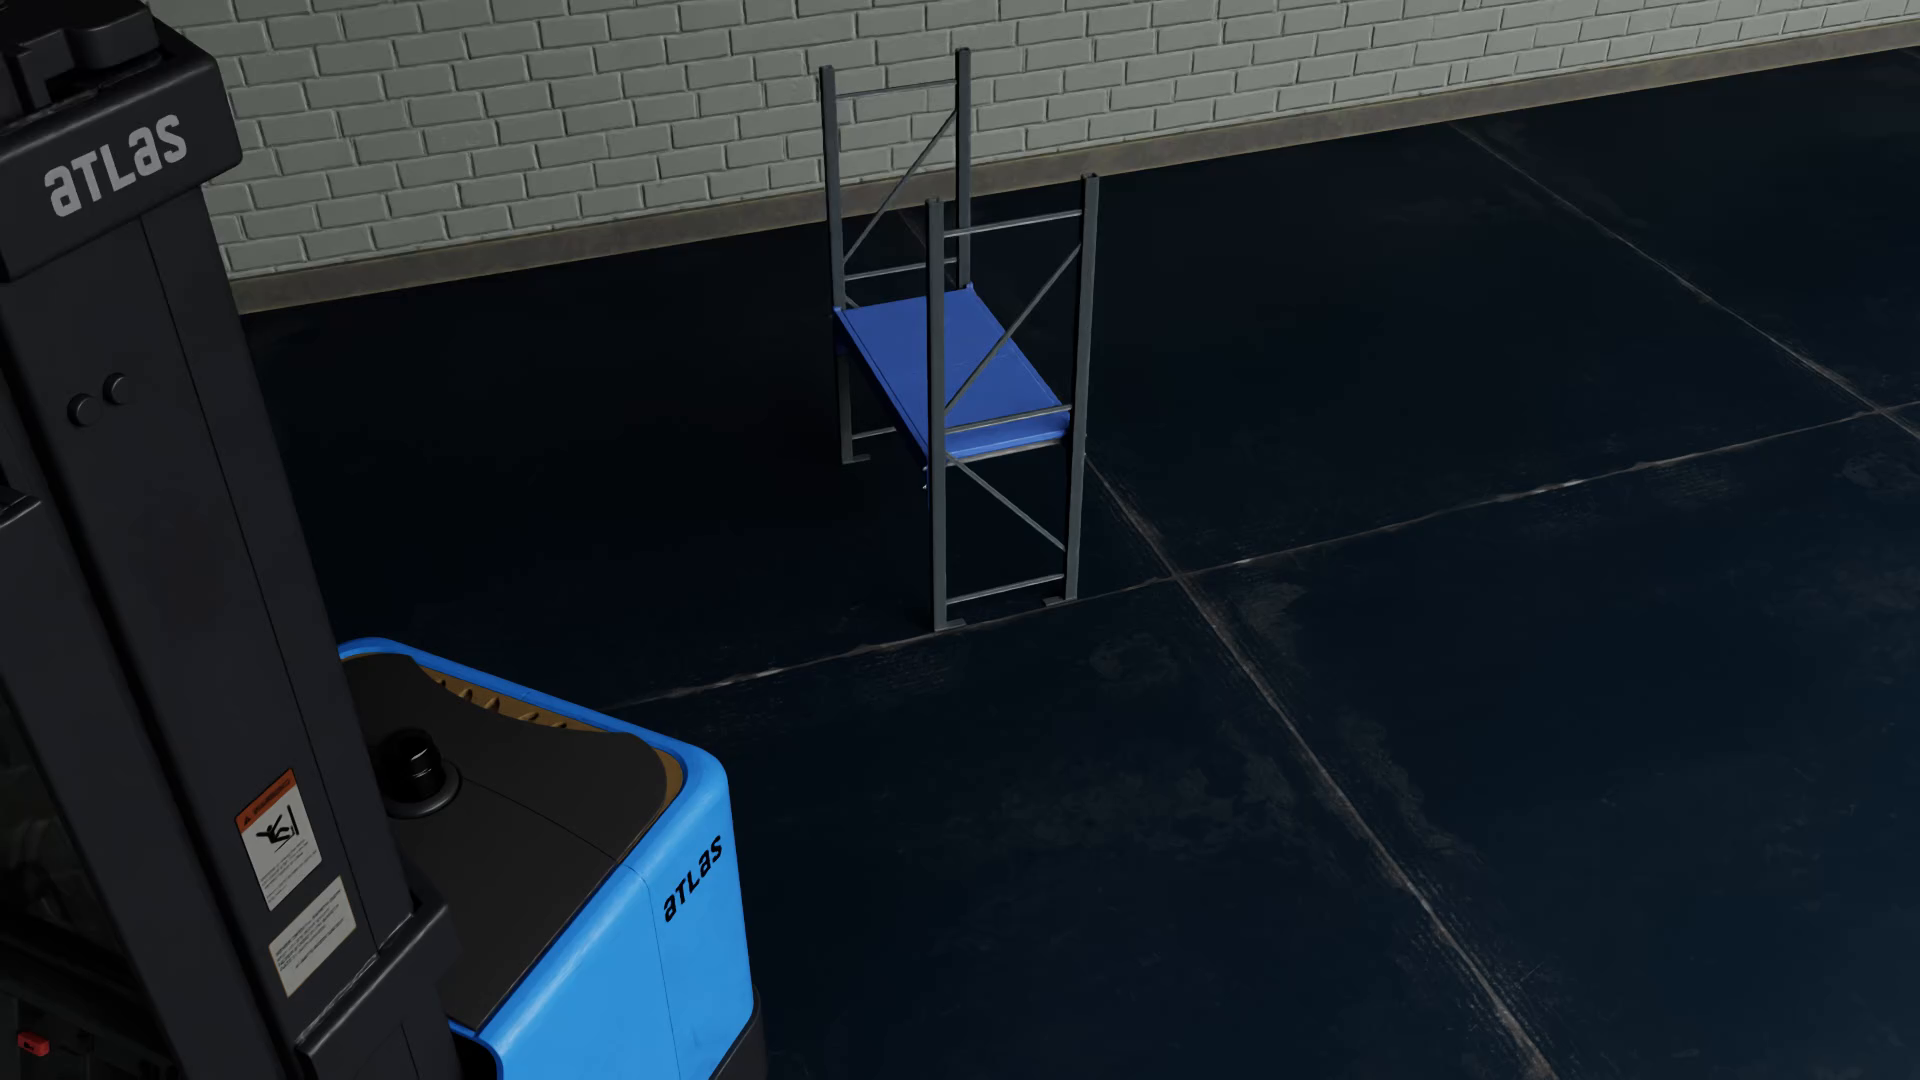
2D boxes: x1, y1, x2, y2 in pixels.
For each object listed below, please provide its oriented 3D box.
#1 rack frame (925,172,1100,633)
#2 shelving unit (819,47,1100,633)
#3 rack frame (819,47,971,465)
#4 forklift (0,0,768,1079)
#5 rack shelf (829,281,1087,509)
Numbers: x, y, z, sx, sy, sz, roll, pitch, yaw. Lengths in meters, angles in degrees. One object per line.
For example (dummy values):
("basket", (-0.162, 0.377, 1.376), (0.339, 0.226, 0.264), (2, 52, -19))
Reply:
("rack frame", (0.146, -0.360, 4.981), (0.500, 1.500, 0.032), (-12, 39, -16))
("shelving unit", (-0.029, -0.647, 5.363), (0.538, 1.500, 1.048), (-12, 39, -16))
("rack frame", (-0.204, -0.934, 5.744), (0.500, 1.500, 0.032), (-12, 39, -16))
("forklift", (-1.540, 0.807, 2.242), (1.130, 2.935, 3.031), (16, 40, 20))
("rack shelf", (-0.029, -0.504, 5.471), (0.538, 0.185, 1.000), (-12, 39, -16))
